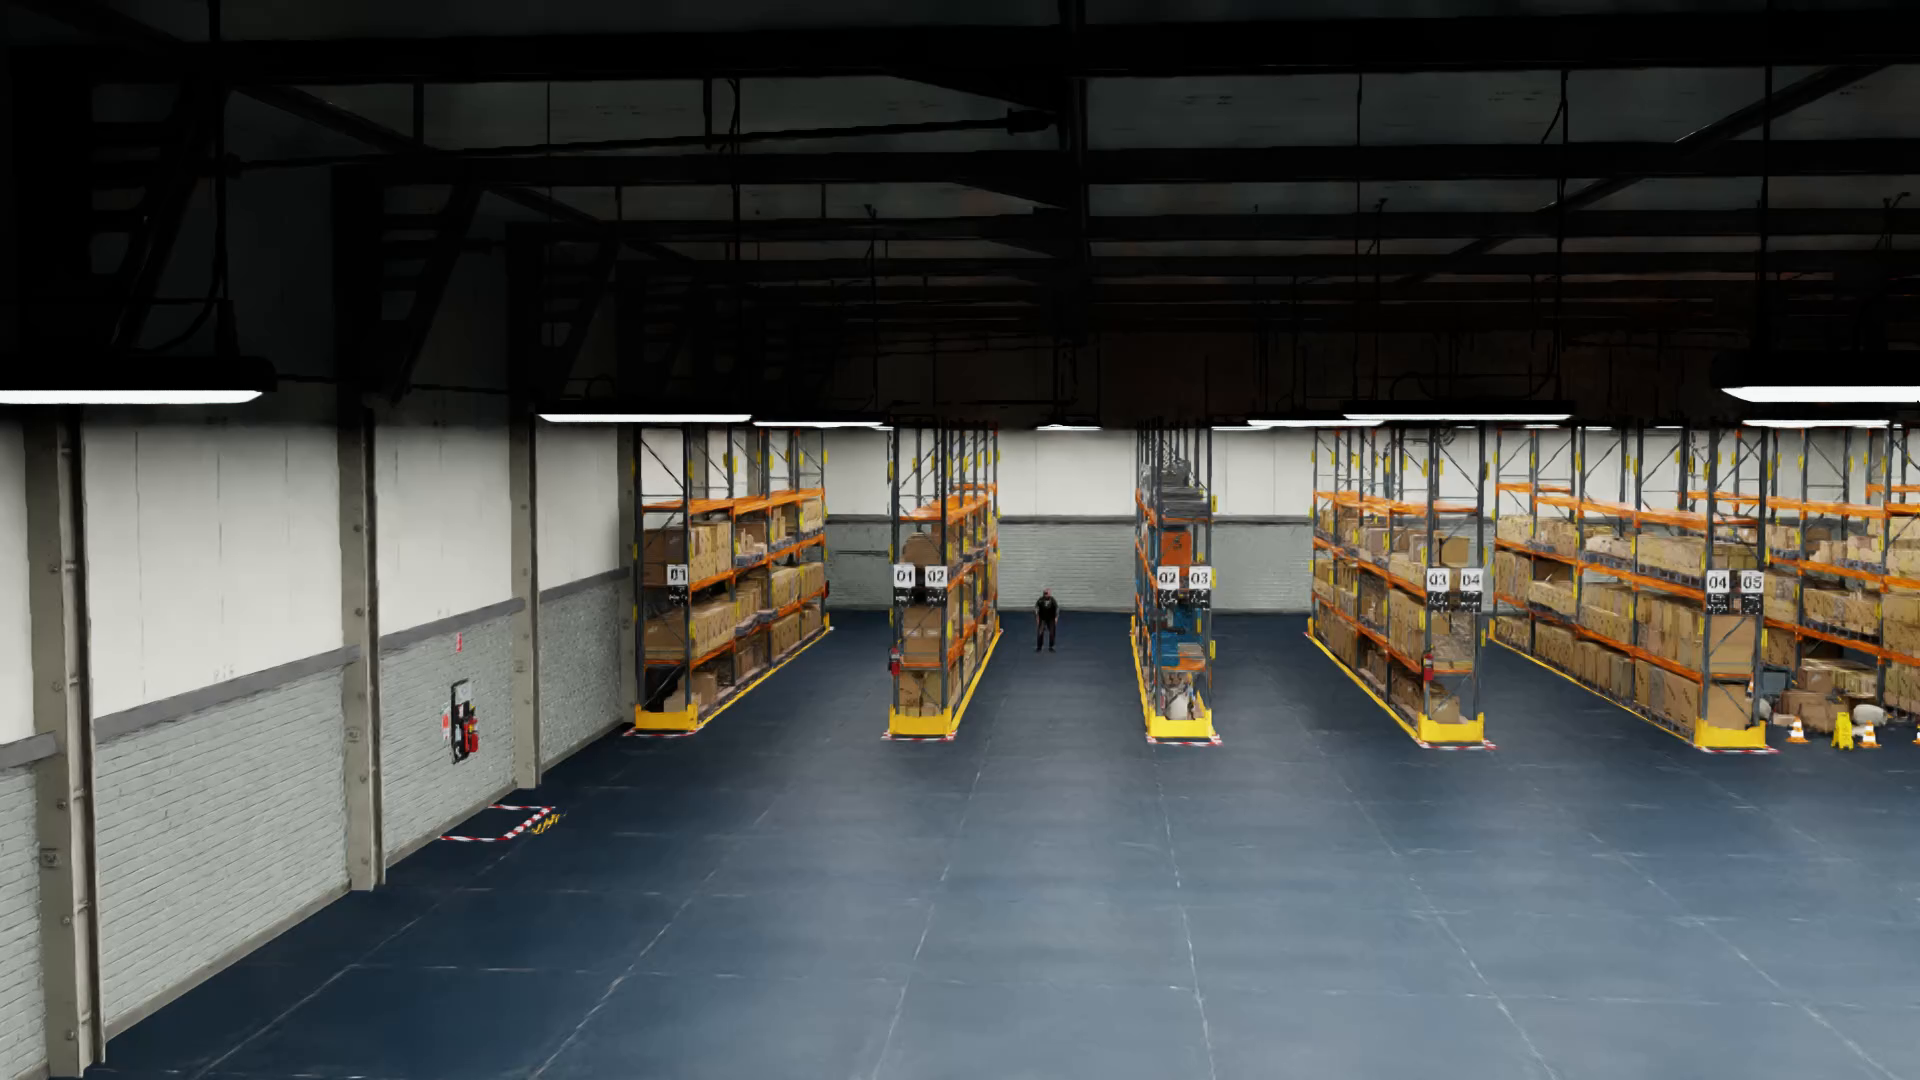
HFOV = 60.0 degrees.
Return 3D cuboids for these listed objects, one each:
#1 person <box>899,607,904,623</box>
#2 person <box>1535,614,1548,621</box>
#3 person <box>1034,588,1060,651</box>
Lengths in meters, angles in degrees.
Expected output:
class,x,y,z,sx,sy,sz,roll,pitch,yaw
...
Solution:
class,x,y,z,sx,sy,sz,roll,pitch,yaw
person,-1.667,1.699,49.337,0.422,1.590,0.566,2,4,29
person,17.151,1.651,48.970,0.728,1.759,0.518,-3,5,-37
person,2.261,2.067,43.312,0.677,1.674,0.534,0,4,2
